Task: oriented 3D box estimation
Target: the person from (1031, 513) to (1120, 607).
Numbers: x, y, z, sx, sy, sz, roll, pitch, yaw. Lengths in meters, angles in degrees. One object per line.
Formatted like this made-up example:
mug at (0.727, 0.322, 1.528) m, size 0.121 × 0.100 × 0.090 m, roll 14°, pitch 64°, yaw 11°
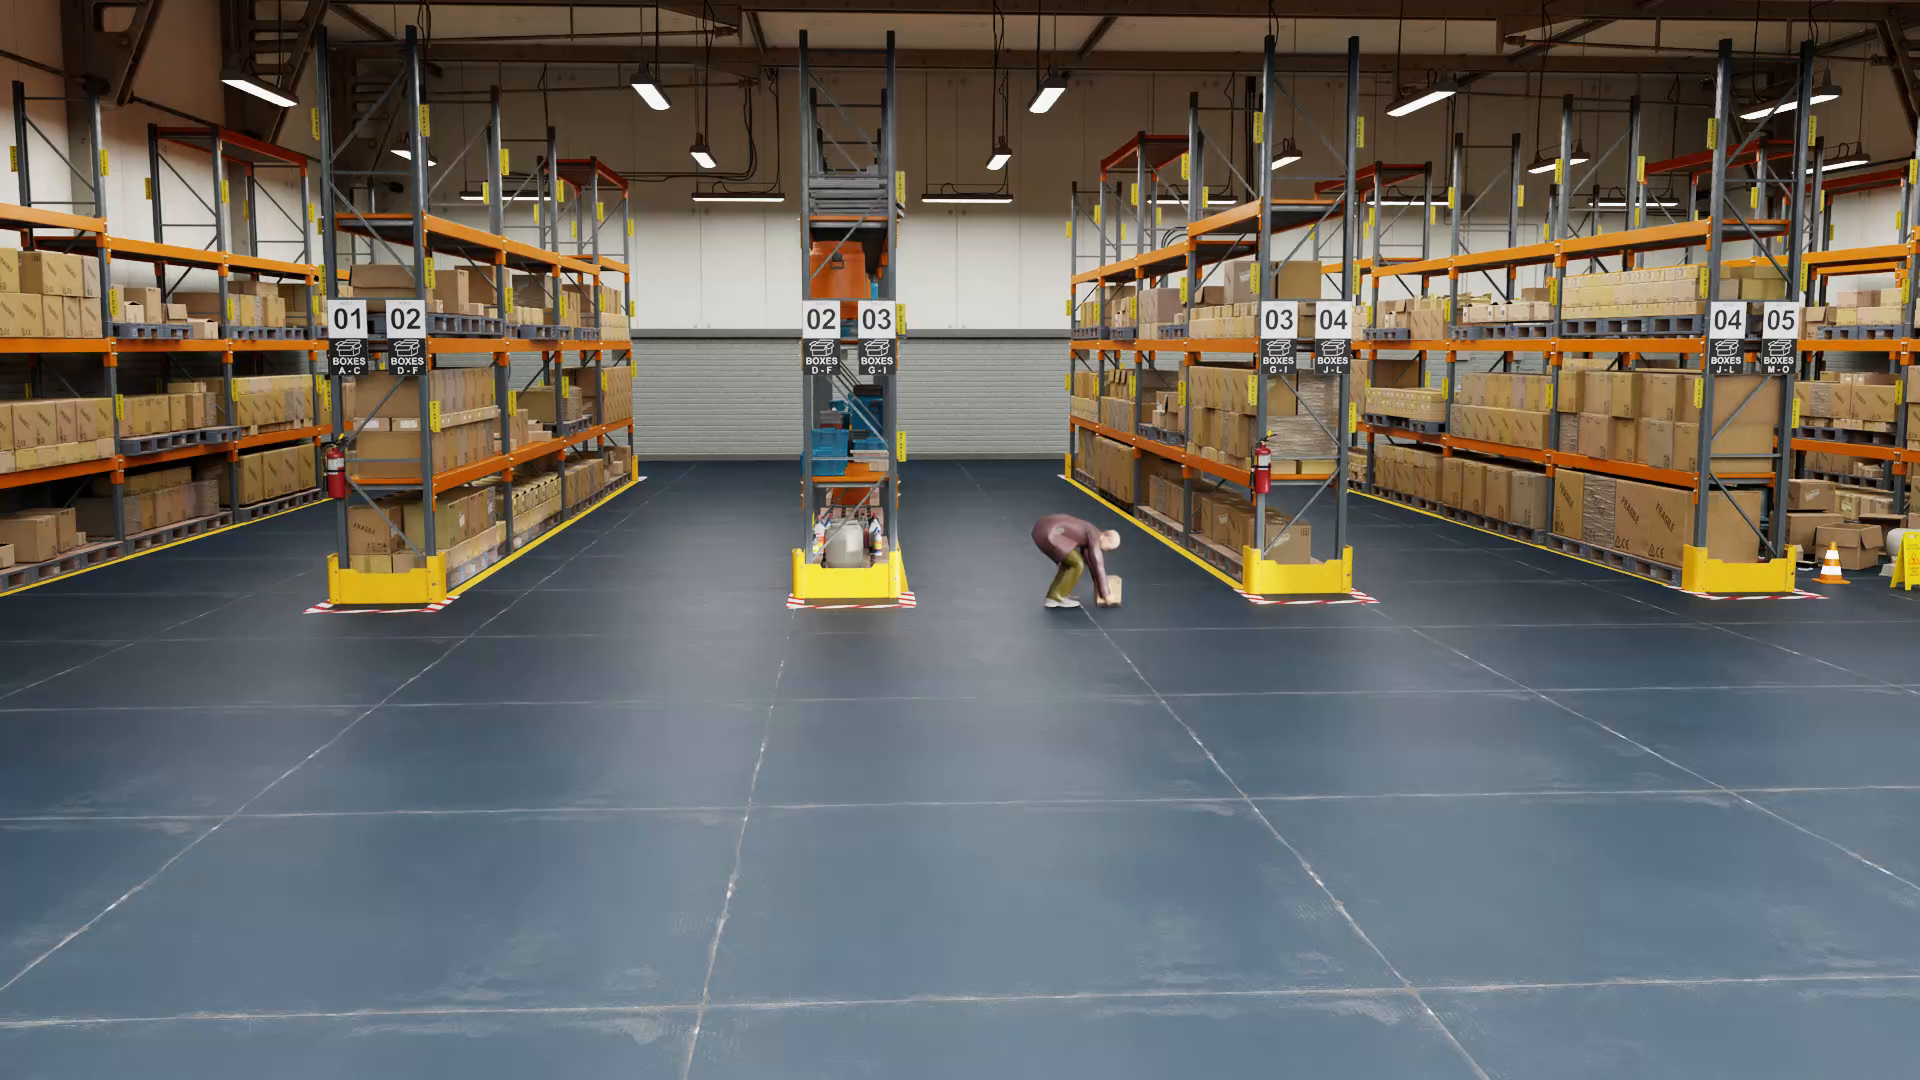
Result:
person at (1.219, 0.200, 17.493) m, size 0.942 × 0.981 × 0.585 m, roll -1°, pitch 7°, yaw -6°
